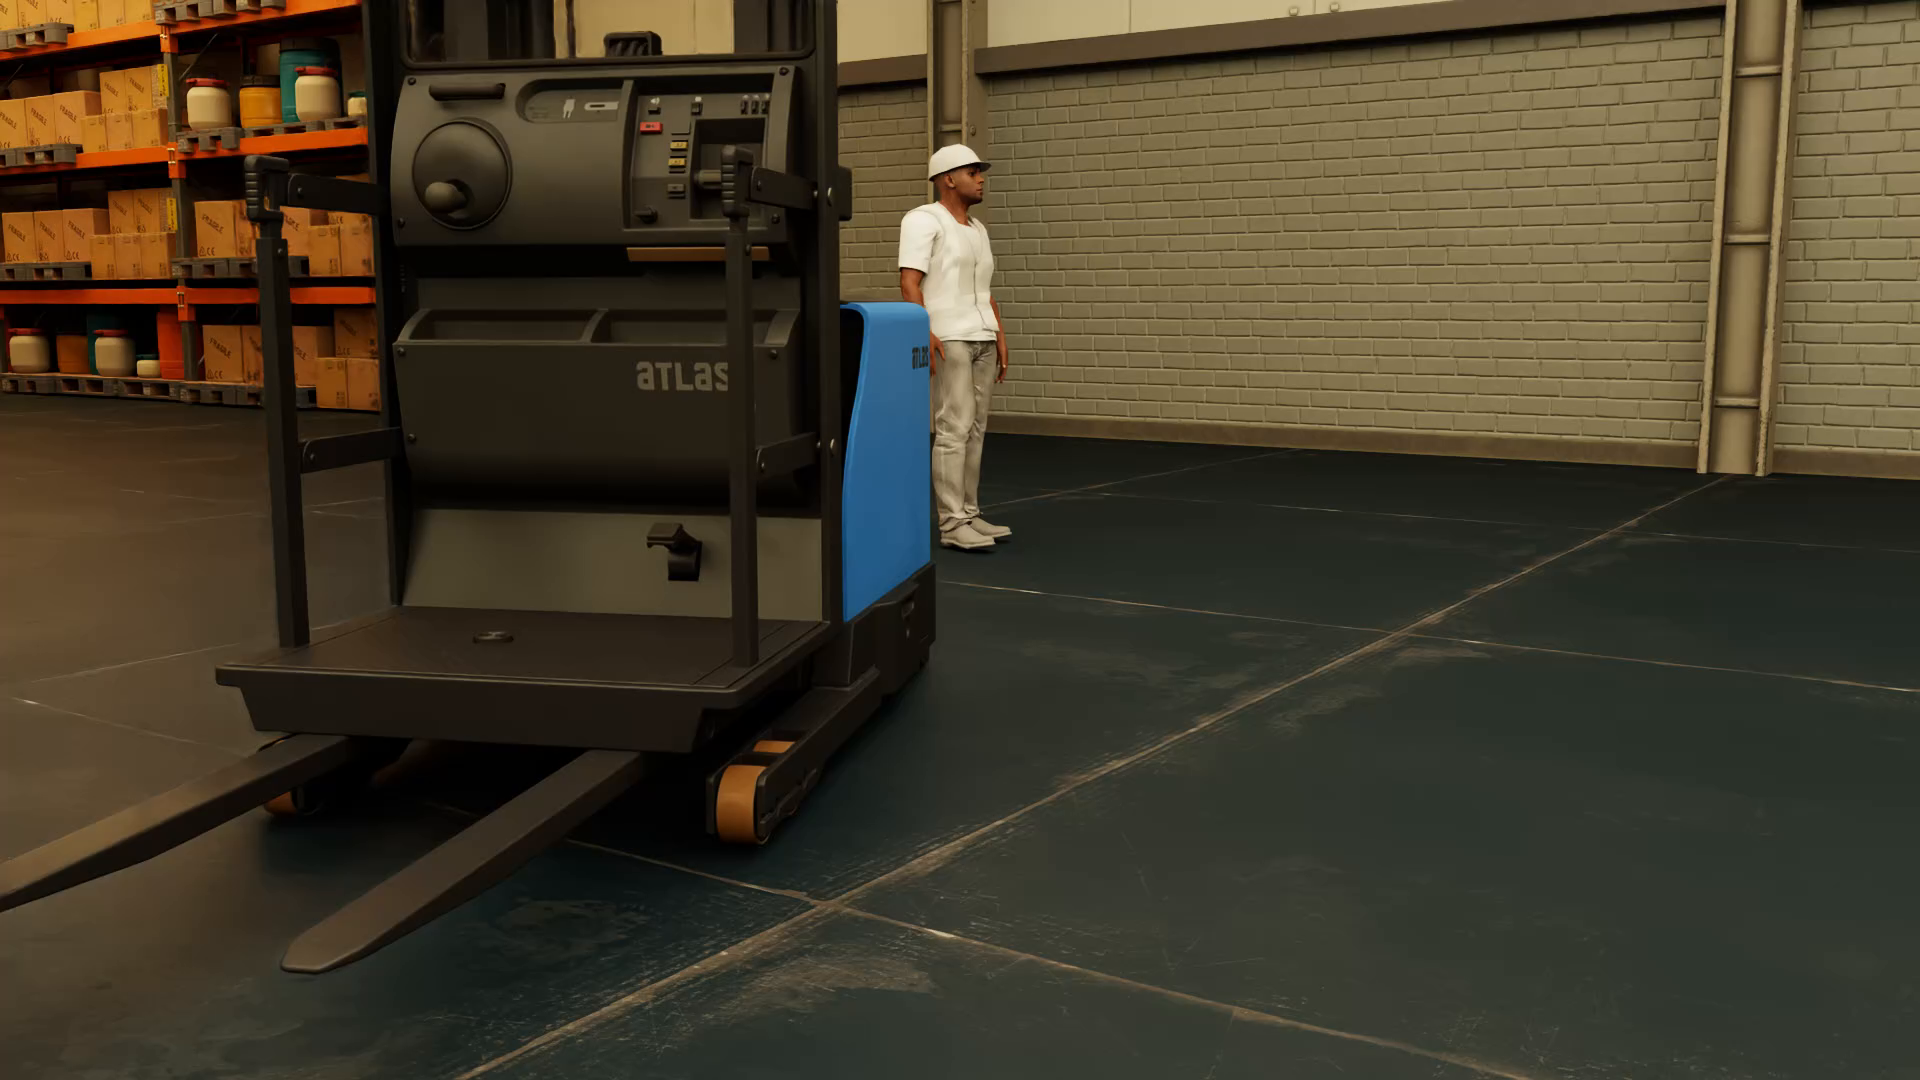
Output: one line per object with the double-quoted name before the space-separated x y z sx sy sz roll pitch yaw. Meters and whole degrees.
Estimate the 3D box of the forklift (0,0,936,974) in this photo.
"forklift" -0.860 -0.896 3.494 1.130 2.935 3.031 2 8 11

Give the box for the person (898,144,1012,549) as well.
"person" 0.055 -0.875 7.435 0.575 1.768 0.665 5 10 34
